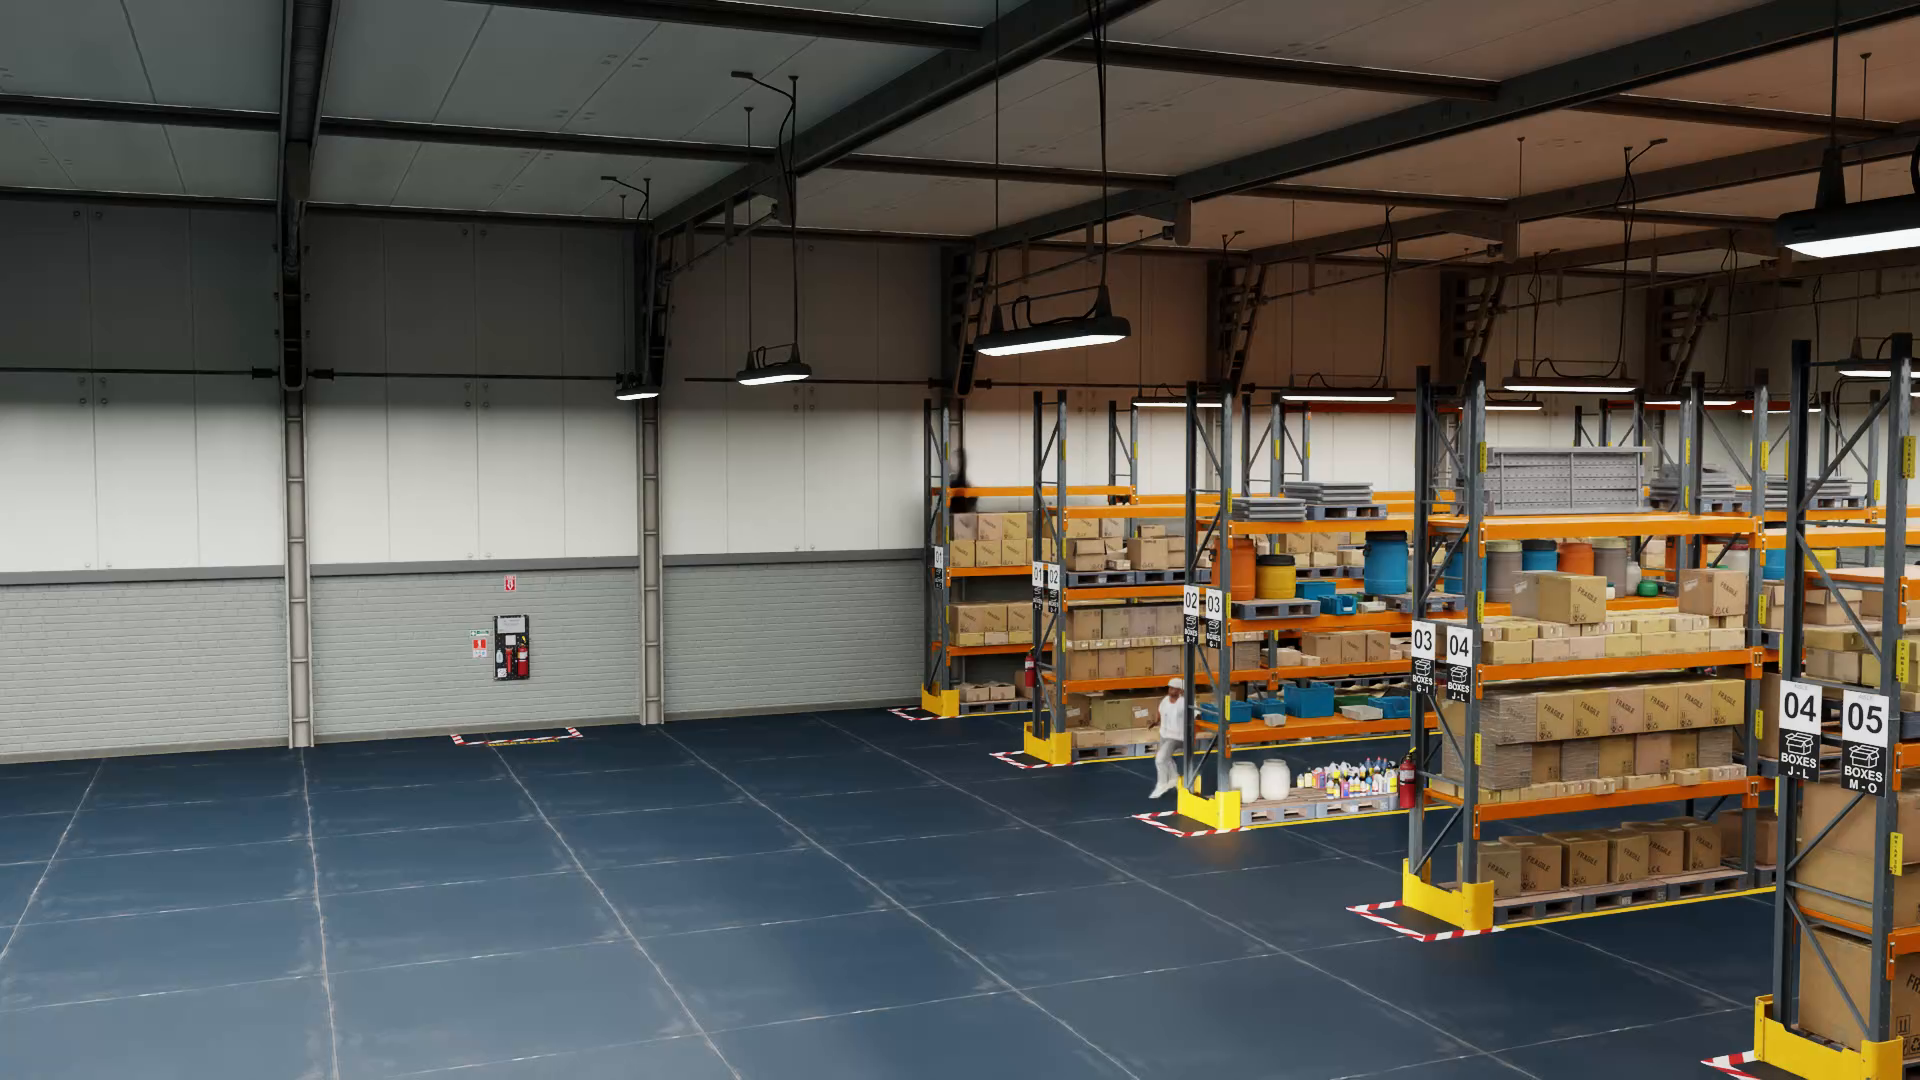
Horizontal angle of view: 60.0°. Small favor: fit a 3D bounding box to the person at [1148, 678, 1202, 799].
[{"bbox_3d":[3.106,2.881,24.166,0.686,1.783,0.778,-2,4,-34],"label":"person"}]
